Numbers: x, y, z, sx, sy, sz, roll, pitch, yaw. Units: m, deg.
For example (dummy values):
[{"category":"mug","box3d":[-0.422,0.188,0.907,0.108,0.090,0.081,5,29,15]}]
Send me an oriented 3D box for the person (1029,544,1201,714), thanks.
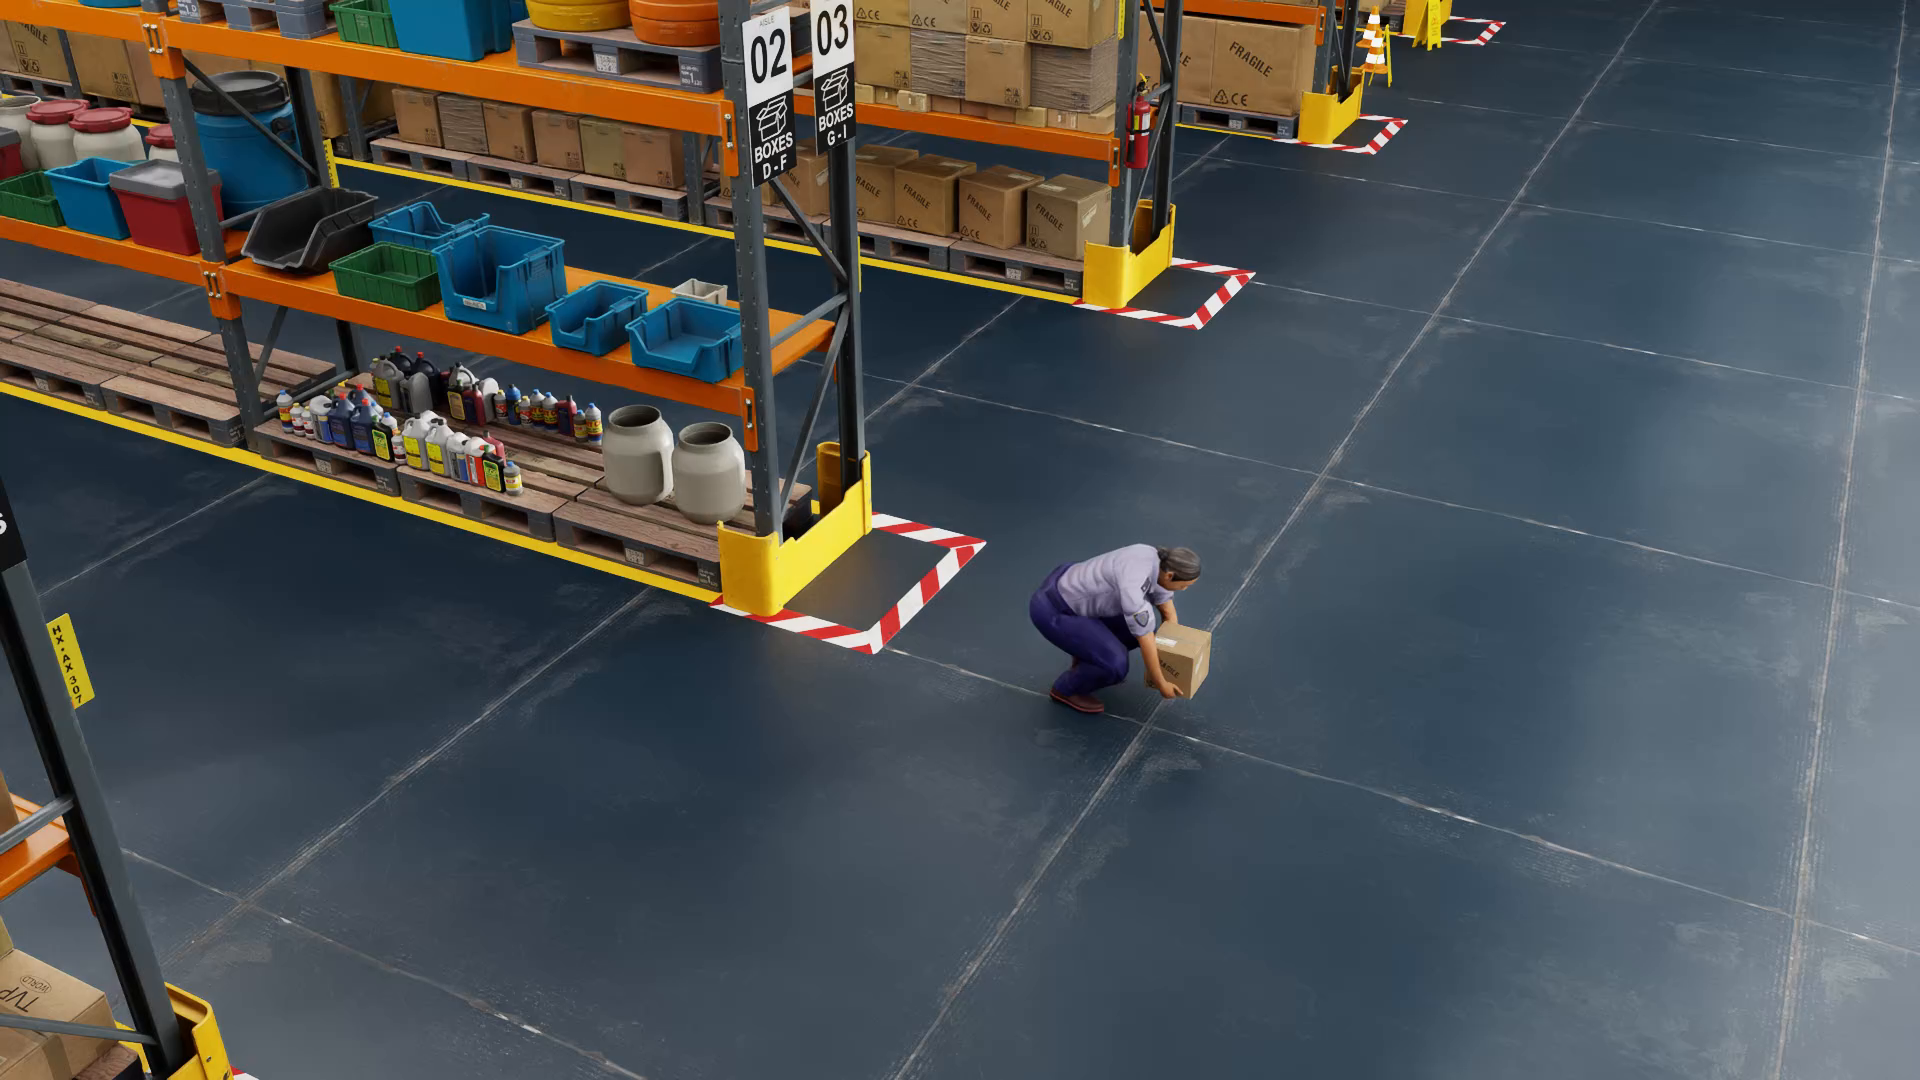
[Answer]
[{"category":"person","box3d":[0.782,0.401,8.326,0.853,0.940,0.510,14,33,22]}]
